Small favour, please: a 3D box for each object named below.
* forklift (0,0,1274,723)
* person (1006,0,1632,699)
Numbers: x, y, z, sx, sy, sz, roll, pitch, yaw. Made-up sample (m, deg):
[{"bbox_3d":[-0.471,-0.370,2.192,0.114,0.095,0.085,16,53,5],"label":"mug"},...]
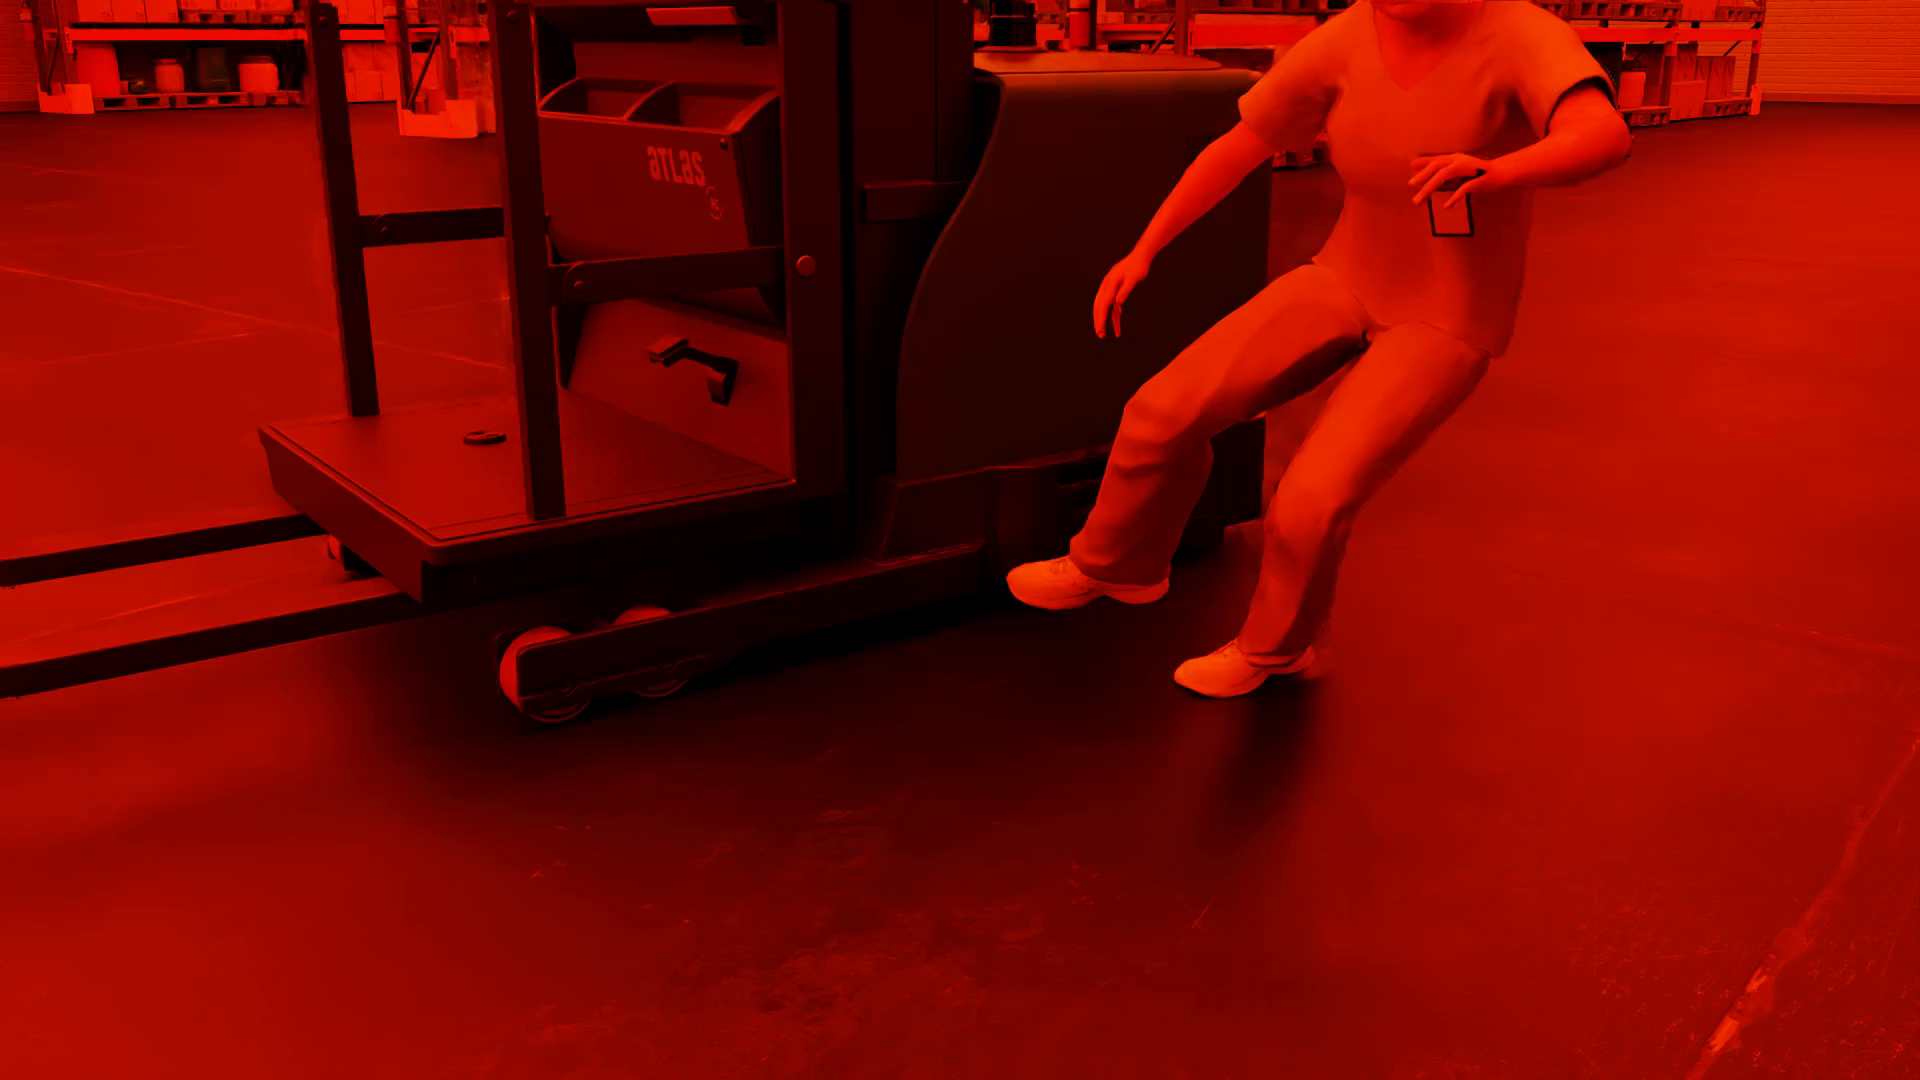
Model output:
[{"bbox_3d":[-0.782,-1.257,3.039,3.031,2.935,1.130,-12,21,-34],"label":"forklift"},{"bbox_3d":[0.488,-0.355,2.671,1.087,1.429,0.845,11,20,31],"label":"person"}]
